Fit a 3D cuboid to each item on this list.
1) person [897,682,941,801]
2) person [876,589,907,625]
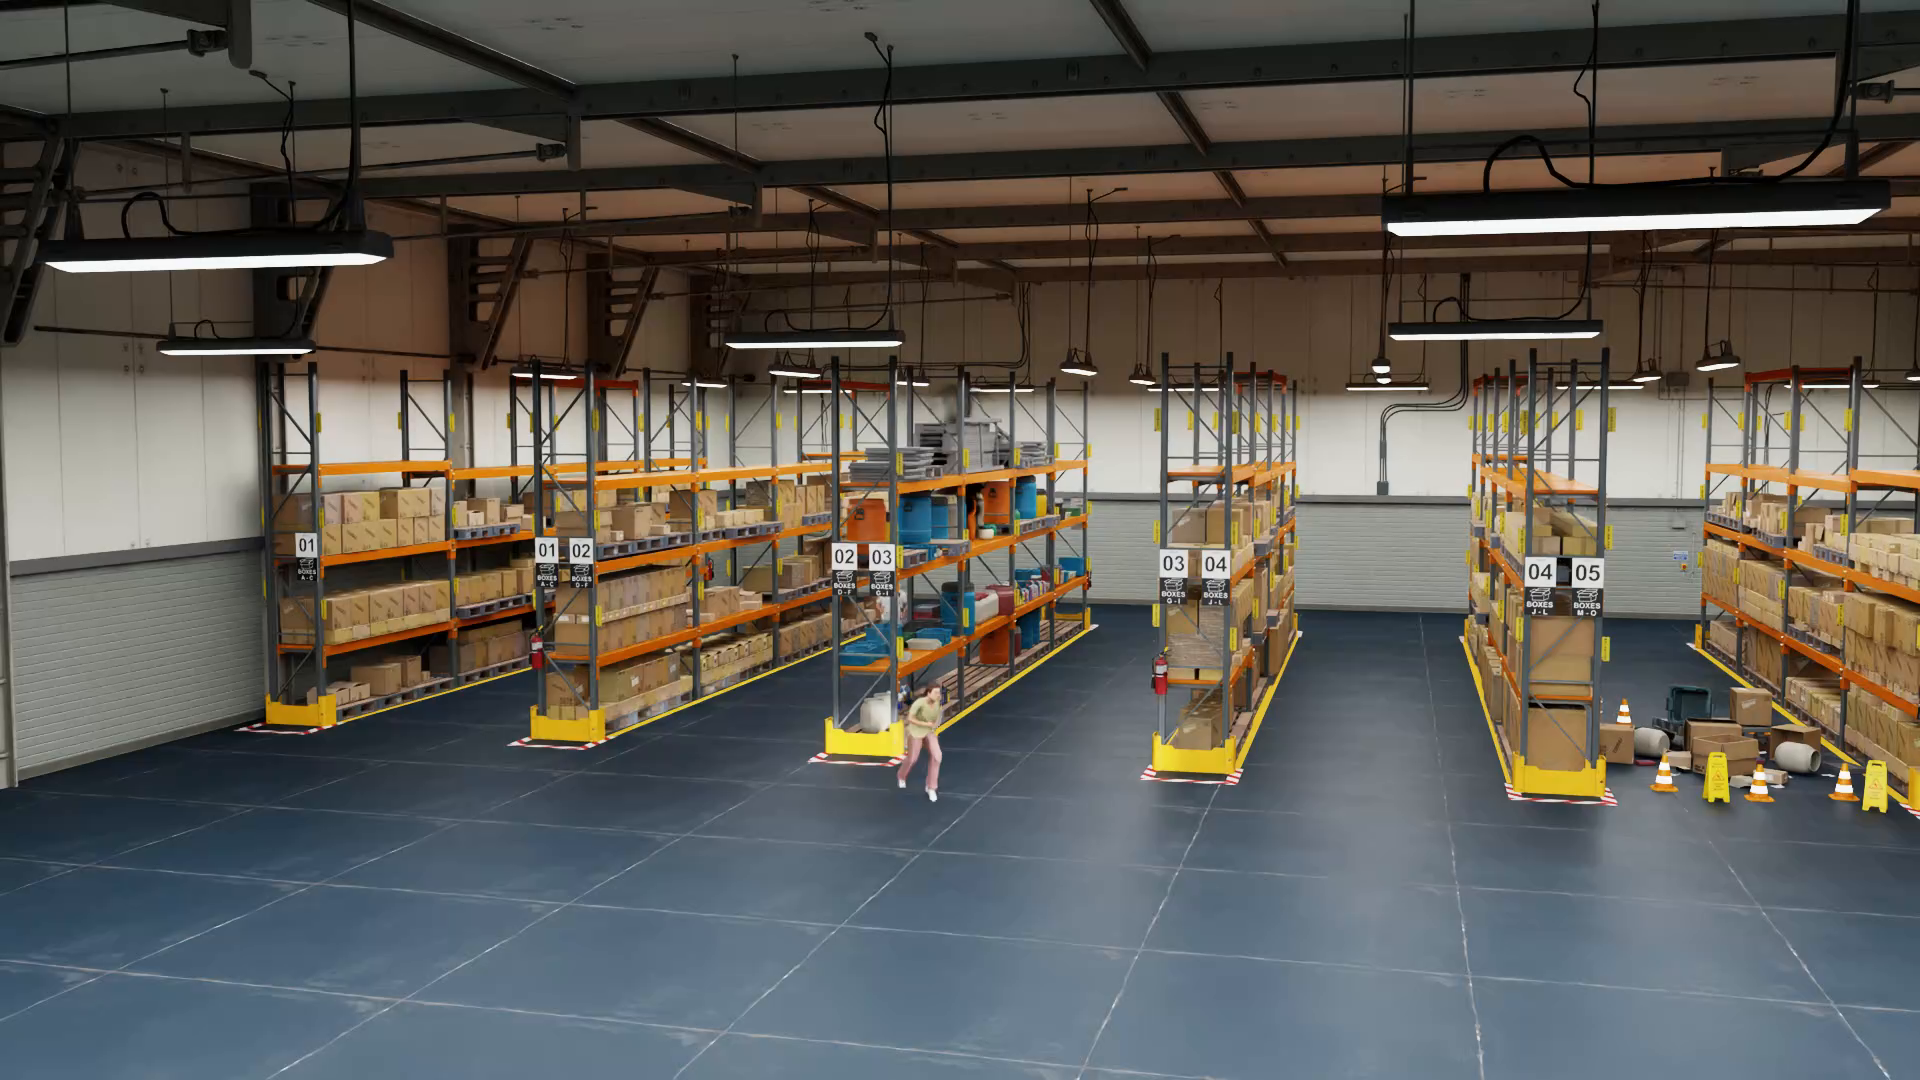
[{"bbox_3d":[-0.546,2.665,22.348,0.617,1.624,0.936,-3,5,-36],"label":"person"},{"bbox_3d":[-1.326,1.558,32.613,0.674,1.786,0.720,1,4,10],"label":"person"}]
